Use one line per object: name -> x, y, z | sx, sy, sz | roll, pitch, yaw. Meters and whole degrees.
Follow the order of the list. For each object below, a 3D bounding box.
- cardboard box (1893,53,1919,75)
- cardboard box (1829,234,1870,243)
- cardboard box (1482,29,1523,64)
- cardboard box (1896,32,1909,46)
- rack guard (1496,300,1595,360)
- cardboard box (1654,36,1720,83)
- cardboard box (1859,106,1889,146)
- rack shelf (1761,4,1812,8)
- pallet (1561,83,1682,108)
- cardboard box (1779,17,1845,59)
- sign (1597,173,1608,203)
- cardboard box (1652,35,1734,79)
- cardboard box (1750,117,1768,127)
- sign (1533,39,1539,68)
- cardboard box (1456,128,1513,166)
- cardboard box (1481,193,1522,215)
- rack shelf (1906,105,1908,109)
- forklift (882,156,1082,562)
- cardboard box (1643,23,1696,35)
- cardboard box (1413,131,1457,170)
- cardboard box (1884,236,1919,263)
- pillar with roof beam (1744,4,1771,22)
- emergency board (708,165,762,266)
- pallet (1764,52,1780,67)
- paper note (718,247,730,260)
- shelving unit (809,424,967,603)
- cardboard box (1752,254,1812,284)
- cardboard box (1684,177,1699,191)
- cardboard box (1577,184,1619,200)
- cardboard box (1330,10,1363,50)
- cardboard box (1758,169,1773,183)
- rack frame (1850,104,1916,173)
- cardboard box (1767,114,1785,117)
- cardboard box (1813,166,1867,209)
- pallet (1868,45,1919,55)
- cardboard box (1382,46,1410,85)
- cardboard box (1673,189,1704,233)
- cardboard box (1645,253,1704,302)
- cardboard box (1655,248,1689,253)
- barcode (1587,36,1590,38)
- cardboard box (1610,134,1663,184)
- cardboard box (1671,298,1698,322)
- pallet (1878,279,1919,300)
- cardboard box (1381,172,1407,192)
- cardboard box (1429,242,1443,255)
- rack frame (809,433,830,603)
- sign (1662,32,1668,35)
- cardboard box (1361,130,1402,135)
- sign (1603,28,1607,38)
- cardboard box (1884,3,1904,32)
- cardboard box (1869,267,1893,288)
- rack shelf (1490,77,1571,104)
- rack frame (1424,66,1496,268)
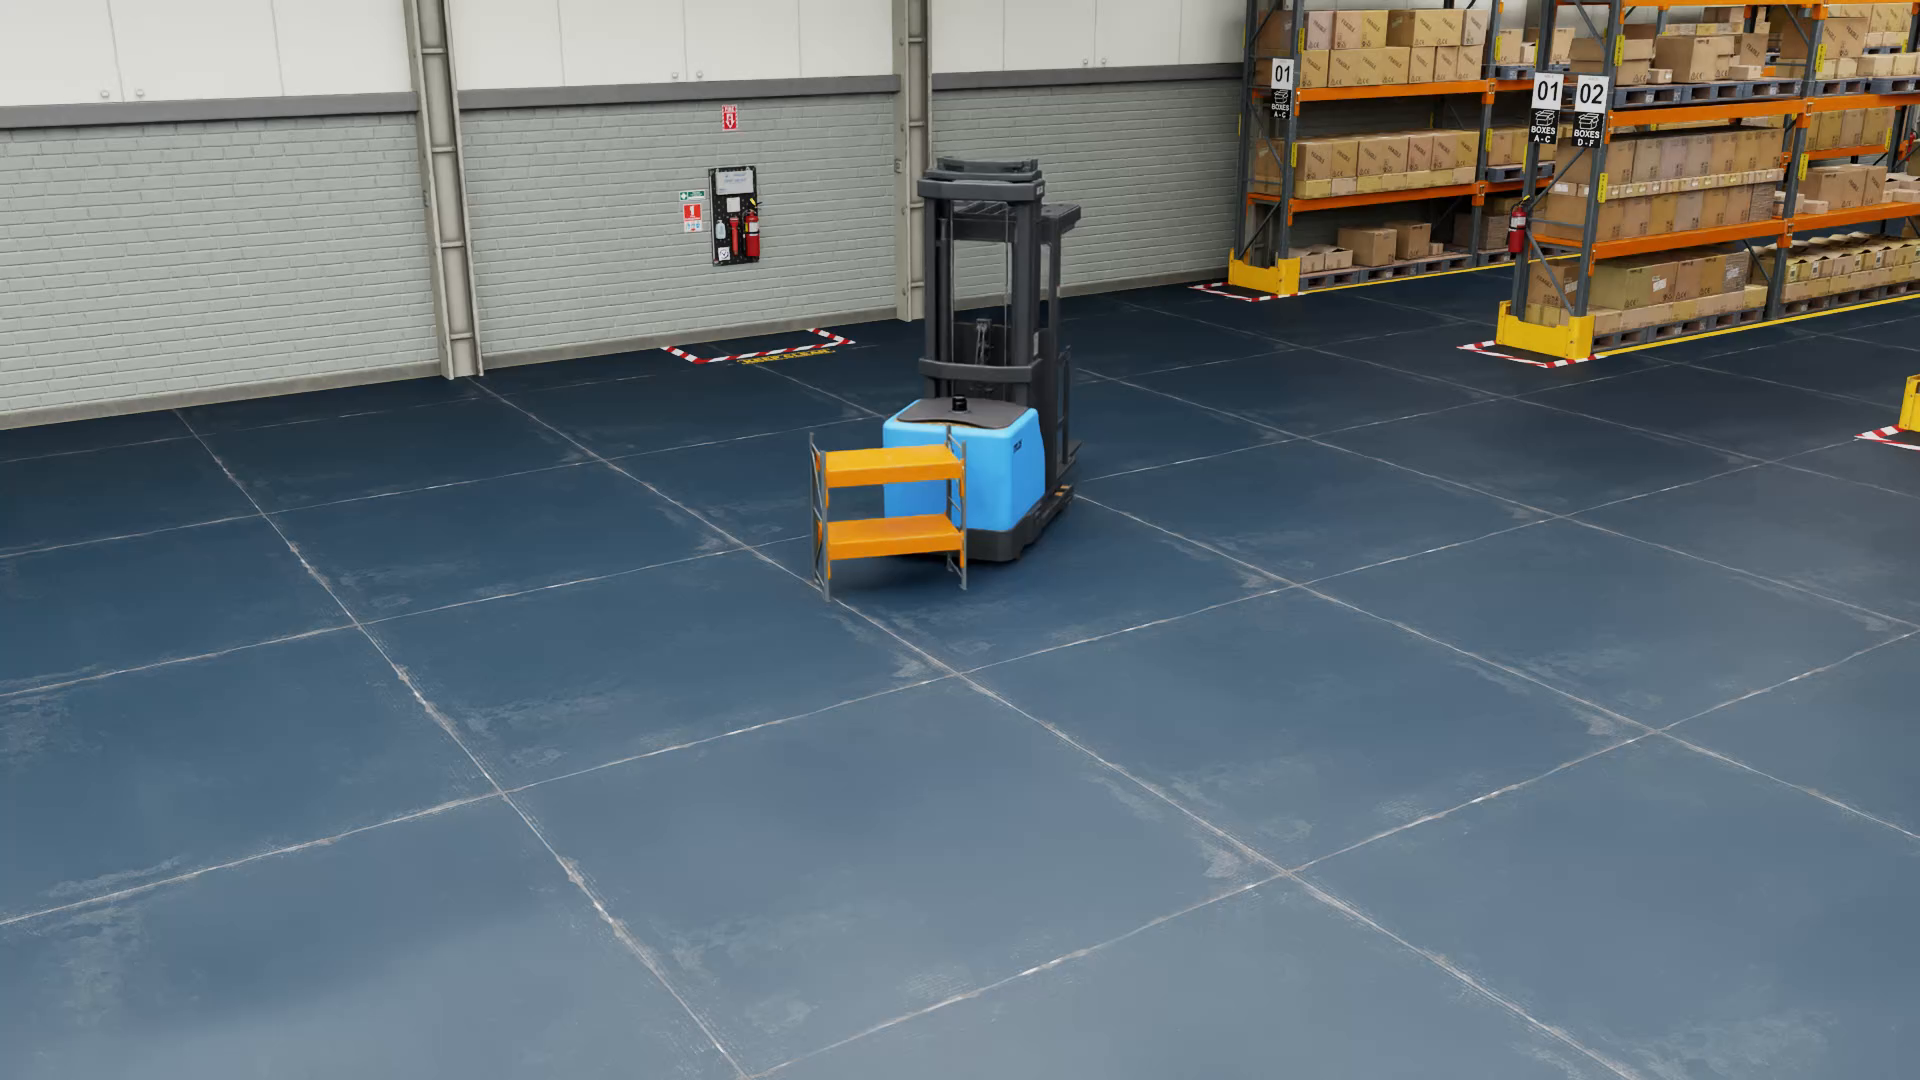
cardboard box -> 12.935, -6.485, 22.637 | 0.500, 0.250, 0.500 | -11, 22, -30
cardboard box -> 12.678, -4.181, 23.692 | 0.500, 0.311, 0.500 | -13, 22, -33
cardboard box -> 8.143, -7.490, 25.220 | 0.500, 0.500, 0.500 | -9, 20, -24
cardboard box -> 17.199, -9.258, 30.683 | 0.500, 0.250, 0.500 | -11, 22, -30
rack guard -> 7.009, -2.530, 19.949 | 0.348, 0.500, 1.175 | -12, 22, -31
cardboard box -> 8.567, -5.672, 19.624 | 0.500, 0.500, 0.500 | -12, 22, -31
cardboard box -> 16.643, -7.780, 31.105 | 0.700, 0.700, 0.980 | -12, 22, -32
rack shelf -> 15.994, -9.821, 29.991 | 4.000, 0.370, 1.077 | -12, 22, -31
pallet -> 7.634, -5.215, 19.443 | 1.213, 0.211, 1.003 | -12, 22, -31
cardboard box -> 10.907, -6.426, 21.291 | 0.500, 0.500, 0.500 | -12, 22, -31
sign -> 7.330, -4.017, 18.967 | 0.005, 0.325, 0.100 | -12, 22, -31
cardboard box -> 8.925, -5.902, 20.300 | 0.637, 0.503, 0.797 | -9, 21, -25
cardboard box -> 13.656, -7.113, 28.950 | 0.500, 0.500, 0.500 | -12, 22, -31
sign -> 6.743, -5.669, 19.388 | 0.005, 0.325, 0.100 | -12, 22, -31
cardboard box -> 8.086, -6.084, 25.714 | 0.500, 0.500, 0.700 | -12, 22, -31
cardboard box -> 8.614, -5.340, 26.401 | 0.500, 0.250, 0.500 | -12, 22, -33
rack shelf -> 15.381, -6.560, 24.406 | 4.000, 0.370, 1.077 | -12, 22, -31
forklift -> 0.335, -1.661, 13.582 | 1.130, 2.935, 3.031 | 6, 20, 17
cardboard box -> 11.770, -8.337, 27.695 | 0.500, 0.500, 0.700 | -13, 23, -34
cardboard box -> 7.004, -5.786, 24.708 | 0.500, 0.500, 0.500 | -12, 22, -32
cardboard box -> 13.409, -4.132, 23.545 | 0.500, 0.311, 0.500 | -11, 22, -30
pillar with roof beam -> 16.801, -9.202, 26.413 | 0.400, 9.000, 9.100 | -12, 22, -31
emergency board -> -2.685, -3.916, 20.144 | 0.643, 1.169, 0.194 | -12, 22, -31
pallet -> 13.585, -8.312, 28.764 | 1.217, 0.209, 0.805 | -13, 23, -34
paper note -> -2.871, -3.486, 20.248 | 0.142, 0.148, 0.016 | -12, 22, -31
shelving unit -> -0.520, -0.203, 12.089 | 1.048, 1.125, 0.538 | -5, 19, -14
cardboard box -> 10.852, -3.592, 21.947 | 0.500, 0.311, 0.500 | -12, 22, -31
cardboard box -> 8.760, -4.355, 20.275 | 0.250, 0.149, 0.380 | -12, 22, -31
cardboard box -> 7.476, -4.085, 19.475 | 0.250, 0.149, 0.380 | -12, 22, -32
cardboard box -> 5.204, -7.072, 23.049 | 0.500, 0.500, 0.500 | -12, 22, -32
cardboard box -> 10.053, -4.630, 21.087 | 0.250, 0.149, 0.380 | -12, 22, -33
rack frame -> 17.665, -7.861, 31.815 | 0.127, 3.000, 1.000 | -12, 22, -31
cardboard box -> 14.075, -7.559, 29.098 | 0.500, 0.250, 0.500 | -11, 22, -30
cardboard box -> 11.879, -4.783, 22.552 | 0.500, 0.500, 0.500 | -12, 22, -31
pallet -> 17.051, -9.107, 30.954 | 1.213, 0.211, 1.003 | -12, 22, -31
cardboard box -> 6.054, -6.791, 23.776 | 0.500, 0.500, 0.500 | -10, 21, -28
cardboard box -> 8.718, -4.118, 20.587 | 0.500, 0.500, 0.700 | -11, 22, -30
cardboard box -> 8.854, -3.269, 20.697 | 0.500, 0.500, 0.500 | -12, 22, -31
cardboard box -> 8.976, -3.501, 21.383 | 0.500, 0.500, 0.500 | -12, 22, -31
barcode -> 10.333, -8.245, 27.328 | 0.075, 0.075, 0.001 | -12, 22, -31
cardboard box -> 7.907, -4.563, 19.876 | 0.500, 0.500, 0.700 | -13, 22, -33
cardboard box -> 8.853, -2.914, 20.818 | 0.500, 0.250, 0.500 | -12, 22, -31
pallet -> 13.002, -3.672, 23.778 | 1.213, 0.211, 1.003 | -12, 22, -31
cardboard box -> 6.162, -5.254, 24.306 | 0.500, 0.250, 0.500 | -12, 22, -31
cardboard box -> 7.212, -4.512, 25.643 | 0.250, 0.166, 0.380 | -16, 24, -38
rack frame -> -1.012, -0.163, 11.970 | 0.032, 1.125, 0.500 | -5, 19, -14
sign -> 11.280, -7.973, 26.653 | 0.005, 0.325, 0.100 | -12, 22, -31
cardboard box -> 6.282, -5.838, 24.862 | 0.500, 0.500, 0.500 | -11, 22, -30
sign -> 10.685, -8.306, 27.514 | 0.005, 0.325, 0.100 | -12, 22, -31
cardboard box -> 16.780, -9.526, 30.306 | 0.500, 0.500, 0.500 | -11, 22, -30
cardboard box -> 12.555, -3.687, 23.104 | 0.500, 0.250, 0.500 | -11, 22, -30
rack shelf -> 9.313, -7.180, 26.239 | 4.000, 0.370, 1.077 | -12, 22, -31
rack frame -> 7.643, -5.748, 25.562 | 0.127, 3.000, 1.000 | -12, 22, -31
